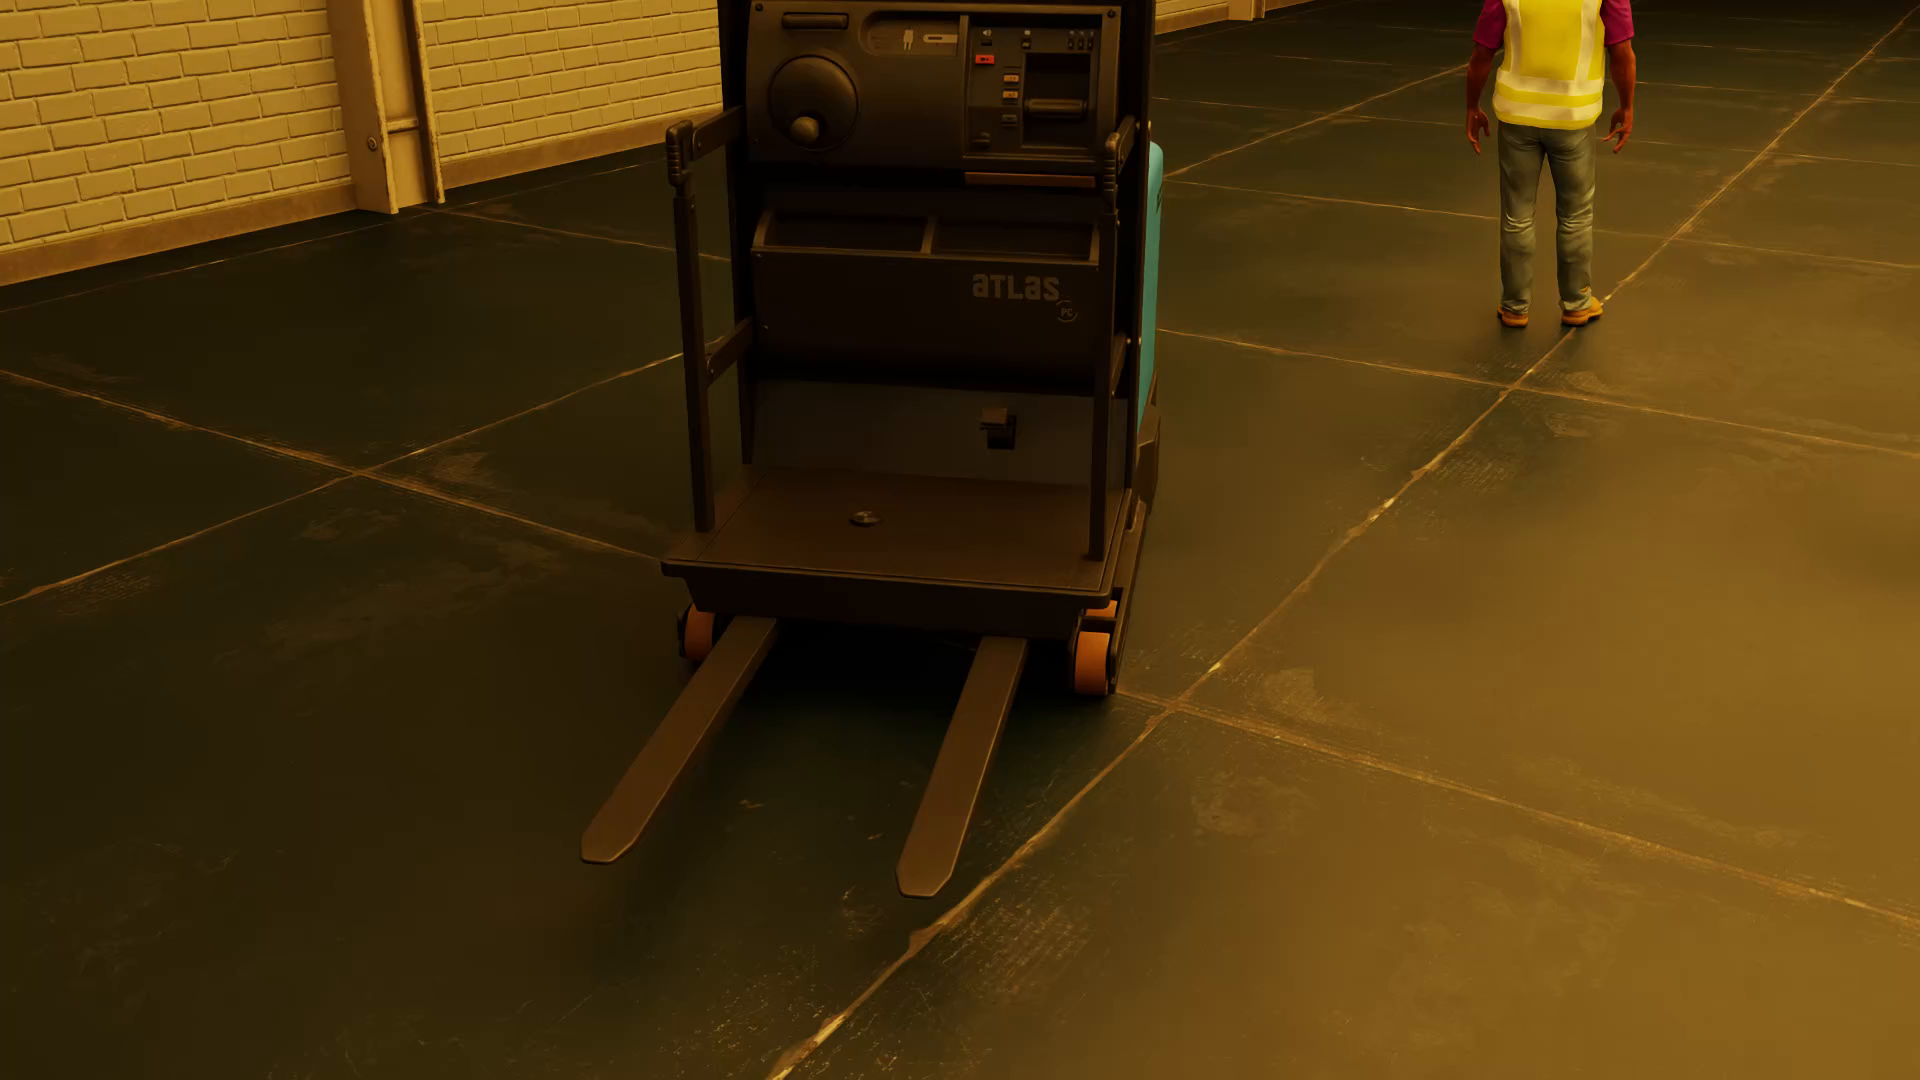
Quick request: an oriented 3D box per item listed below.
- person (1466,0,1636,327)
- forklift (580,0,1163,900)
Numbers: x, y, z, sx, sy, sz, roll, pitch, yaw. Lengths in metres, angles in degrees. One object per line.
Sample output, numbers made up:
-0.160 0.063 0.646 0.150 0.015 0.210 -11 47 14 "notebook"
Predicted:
2.452 -1.776 6.925 0.665 1.769 0.574 10 25 22 "person"
-0.108 -1.111 3.912 1.130 2.935 3.031 4 24 9 "forklift"
